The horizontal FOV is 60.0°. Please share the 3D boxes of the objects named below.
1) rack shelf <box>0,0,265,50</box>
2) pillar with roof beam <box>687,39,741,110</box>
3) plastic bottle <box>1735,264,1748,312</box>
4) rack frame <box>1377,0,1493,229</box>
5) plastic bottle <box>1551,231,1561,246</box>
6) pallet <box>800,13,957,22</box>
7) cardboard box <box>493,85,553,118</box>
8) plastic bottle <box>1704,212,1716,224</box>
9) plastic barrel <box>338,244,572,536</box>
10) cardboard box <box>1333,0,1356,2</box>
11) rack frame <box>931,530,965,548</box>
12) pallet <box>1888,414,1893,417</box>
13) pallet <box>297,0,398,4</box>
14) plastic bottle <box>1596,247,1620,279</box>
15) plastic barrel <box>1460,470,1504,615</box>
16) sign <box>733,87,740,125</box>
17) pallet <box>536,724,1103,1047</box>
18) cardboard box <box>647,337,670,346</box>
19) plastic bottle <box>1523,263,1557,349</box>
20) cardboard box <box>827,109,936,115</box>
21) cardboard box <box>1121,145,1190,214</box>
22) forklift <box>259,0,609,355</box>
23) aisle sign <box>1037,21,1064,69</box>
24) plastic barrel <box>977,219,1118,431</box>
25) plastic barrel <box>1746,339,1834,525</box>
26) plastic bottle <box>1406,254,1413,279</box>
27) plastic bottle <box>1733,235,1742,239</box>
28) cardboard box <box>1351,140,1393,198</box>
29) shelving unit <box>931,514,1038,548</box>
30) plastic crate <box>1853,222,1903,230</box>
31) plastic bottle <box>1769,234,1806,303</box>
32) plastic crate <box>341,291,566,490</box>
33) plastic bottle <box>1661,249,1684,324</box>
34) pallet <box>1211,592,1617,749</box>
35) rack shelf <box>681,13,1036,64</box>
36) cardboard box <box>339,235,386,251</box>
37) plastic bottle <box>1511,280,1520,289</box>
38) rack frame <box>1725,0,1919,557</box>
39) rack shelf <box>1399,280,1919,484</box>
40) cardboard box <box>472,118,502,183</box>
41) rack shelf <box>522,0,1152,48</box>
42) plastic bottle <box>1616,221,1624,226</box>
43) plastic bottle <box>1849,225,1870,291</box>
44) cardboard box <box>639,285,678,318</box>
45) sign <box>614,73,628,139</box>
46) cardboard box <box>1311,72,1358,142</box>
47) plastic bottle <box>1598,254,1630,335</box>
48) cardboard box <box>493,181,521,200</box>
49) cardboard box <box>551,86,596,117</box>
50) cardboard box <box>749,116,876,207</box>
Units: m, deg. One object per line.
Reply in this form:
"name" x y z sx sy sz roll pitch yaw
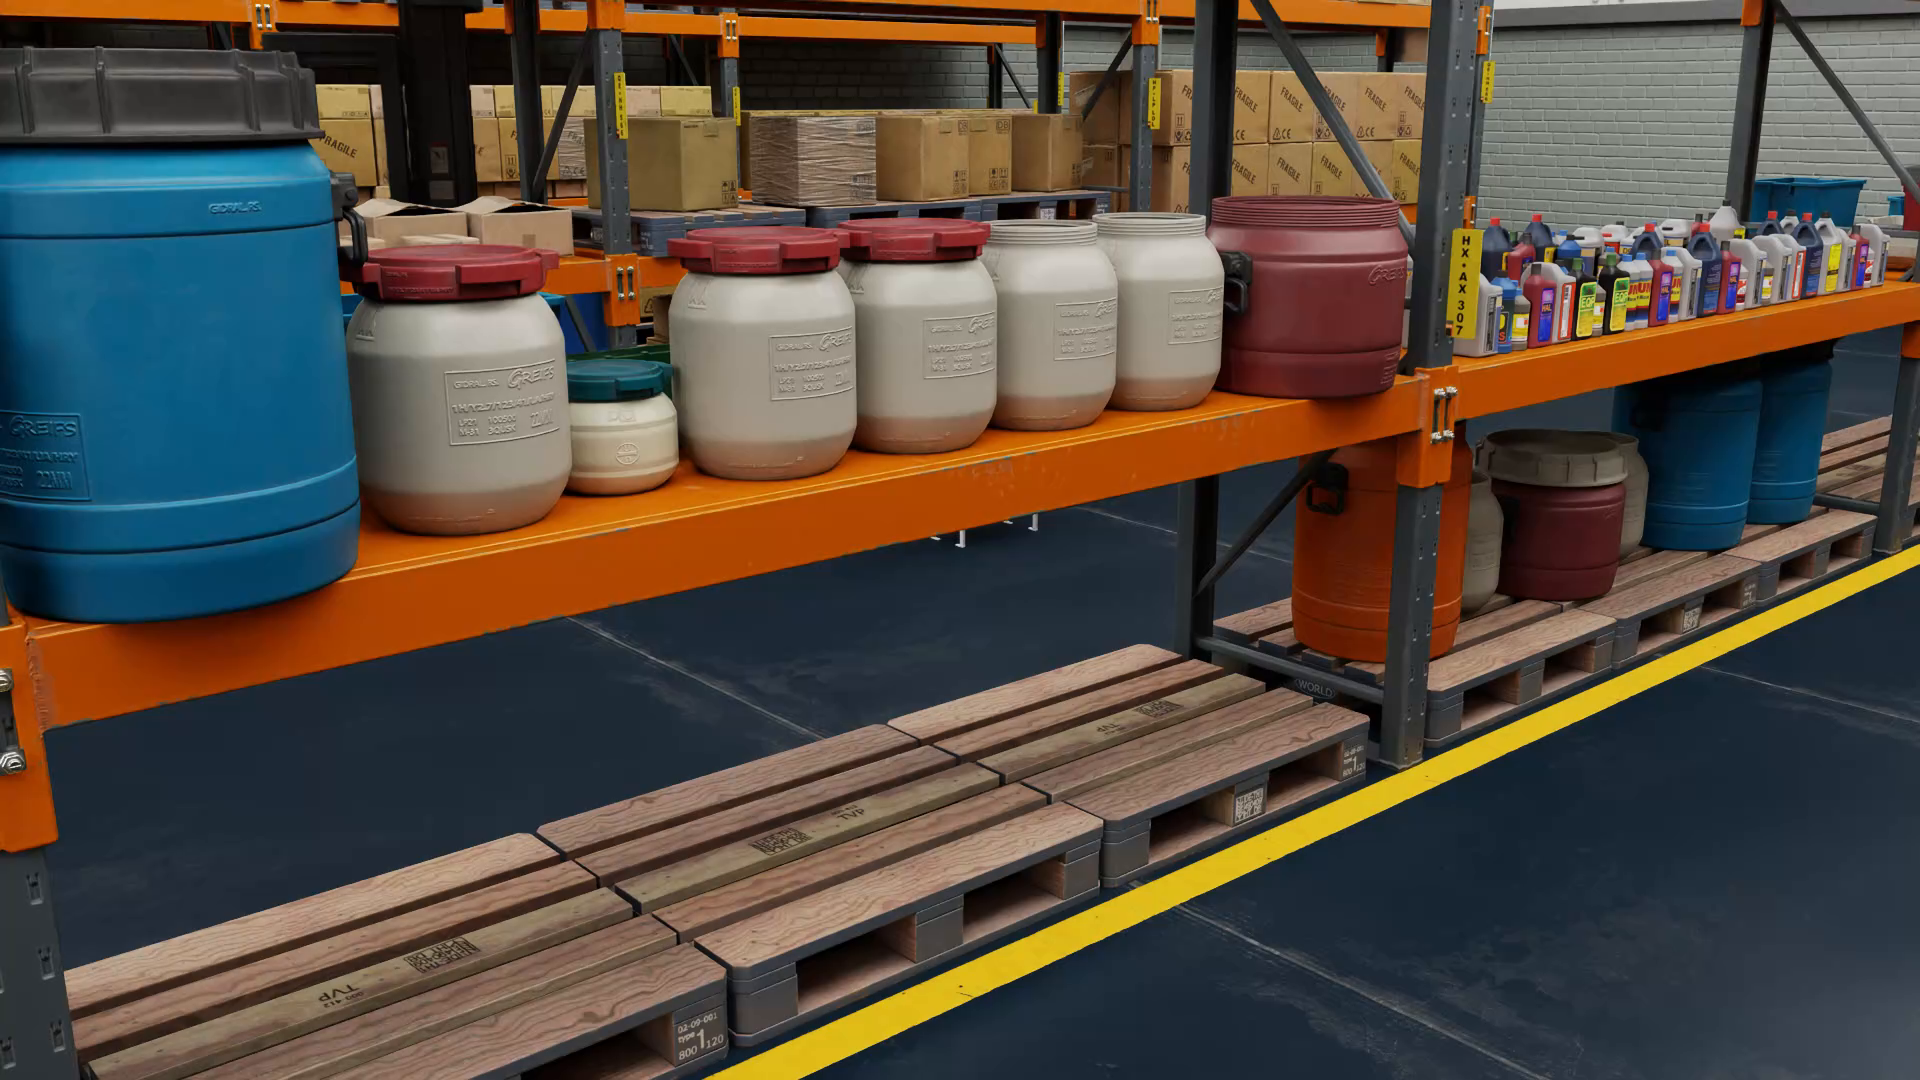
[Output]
"rack shelf" -6.860 -3.490 11.086 4.000 0.370 1.077 -13 19 -39
"pillar with roof beam" 0.452 -5.752 12.348 0.400 9.000 9.100 -13 19 -39
"plastic bottle" 3.082 -1.016 6.627 0.097 0.201 0.097 0 15 0
"rack frame" 3.938 -3.119 14.114 0.127 3.000 1.000 -13 19 -39
"plastic bottle" 2.518 -1.183 7.116 0.097 0.271 0.097 0 15 0
"pallet" -0.790 -5.154 16.090 1.213 0.211 1.003 -13 19 -39
"cardboard box" -3.679 -3.583 13.587 0.500 0.250 0.500 -13 20 -40
"plastic bottle" 3.613 -1.441 8.058 0.133 0.283 0.061 -13 19 -39
"plastic barrel" -1.000 -0.306 3.320 0.433 0.535 0.433 0 15 0
"cardboard box" 2.583 -4.106 12.287 0.500 0.250 0.500 -13 19 -39
"rack frame" -0.059 -0.566 8.045 0.015 1.200 0.240 -13 19 -39
"pallet" 6.539 -0.675 10.367 1.213 0.211 1.003 -13 19 -39
"pallet" -4.901 -4.205 12.733 1.003 0.211 1.213 -12 19 -37
"plastic bottle" 2.793 -1.159 7.161 0.097 0.201 0.097 0 15 0
"plastic barrel" 1.877 0.001 6.441 0.421 0.512 0.421 0 15 0
"sign" -1.970 -3.822 14.657 0.005 0.325 0.100 -13 19 -39
"pallet" -0.378 0.878 4.555 1.213 0.211 1.003 -13 19 -39
"cardboard box" -1.545 -0.973 10.070 0.500 0.500 0.500 -12 19 -37
"plastic bottle" 1.968 -0.800 5.657 0.133 0.283 0.061 -13 19 -39
"cardboard box" -0.817 -3.886 16.406 0.700 0.700 0.980 -14 20 -42
"cardboard box" 1.484 -2.523 11.689 0.500 0.500 0.500 -12 19 -38
"forklift" -3.886 -2.210 10.843 3.031 2.935 1.130 -4 15 -14
"aisle sign" 0.935 -5.292 17.214 0.004 0.787 0.394 -13 19 -39
"plastic barrel" 0.198 -0.566 4.338 0.421 0.512 0.421 0 15 0
"plastic barrel" 3.748 -0.577 7.849 0.708 0.901 0.600 -13 19 -39
"plastic bottle" 1.744 -1.009 6.465 0.097 0.271 0.097 0 15 0
"plastic bottle" 3.231 -1.136 6.938 0.097 0.271 0.097 0 15 0
"cardboard box" 3.010 -2.866 12.975 0.500 0.500 0.500 -12 19 -39
"shelving unit" 0.125 -0.608 8.200 0.503 1.200 0.258 -13 19 -39
"plastic crate" 4.837 -1.614 8.898 0.590 0.125 0.437 -13 19 -39
"plastic bottle" 3.428 -1.139 6.944 0.135 0.276 0.152 -13 19 -39
"plastic crate" -1.238 -0.361 3.819 0.575 0.384 0.392 -13 19 -39
"plastic bottle" 2.667 -0.957 6.269 0.097 0.271 0.097 0 15 0
"pallet" 1.719 0.407 6.318 1.213 0.211 1.003 -13 19 -39
"rack shelf" -0.825 -4.846 16.159 4.000 0.370 1.077 -13 19 -39
"cardboard box" -3.022 -1.415 8.223 0.250 0.149 0.380 -11 18 -35
"plastic bottle" 1.944 -0.813 5.865 0.097 0.201 0.097 0 15 0
"rack frame" 4.169 -1.476 7.965 0.127 3.000 1.000 -13 19 -39
"rack shelf" 2.661 -0.790 6.789 4.000 0.370 1.077 -13 19 -39
"cardboard box" -4.041 -3.132 13.355 0.500 0.500 0.500 -13 20 -40
"rack shelf" -0.588 -3.204 10.015 4.000 0.370 1.077 -13 19 -39
"plastic bottle" 2.943 -1.290 7.495 0.133 0.283 0.061 -13 19 -39
"plastic bottle" 3.940 -1.242 7.314 0.133 0.283 0.061 -13 19 -39
"cardboard box" -2.739 -2.434 14.901 0.750 0.750 0.750 -12 19 -39
"sign" -1.730 -2.216 8.489 0.005 0.325 0.100 -13 19 -39
"cardboard box" 2.627 -3.260 12.510 0.500 0.500 0.500 -12 19 -38
"plastic bottle" 2.345 -0.884 5.973 0.133 0.283 0.061 -13 19 -39
"cardboard box" -3.801 -2.888 13.699 0.250 0.149 0.380 -13 19 -39
"cardboard box" -3.295 -3.669 13.911 0.500 0.250 0.500 -12 19 -38
"cardboard box" -0.881 -2.261 9.896 0.500 0.500 0.700 -9 17 -29
